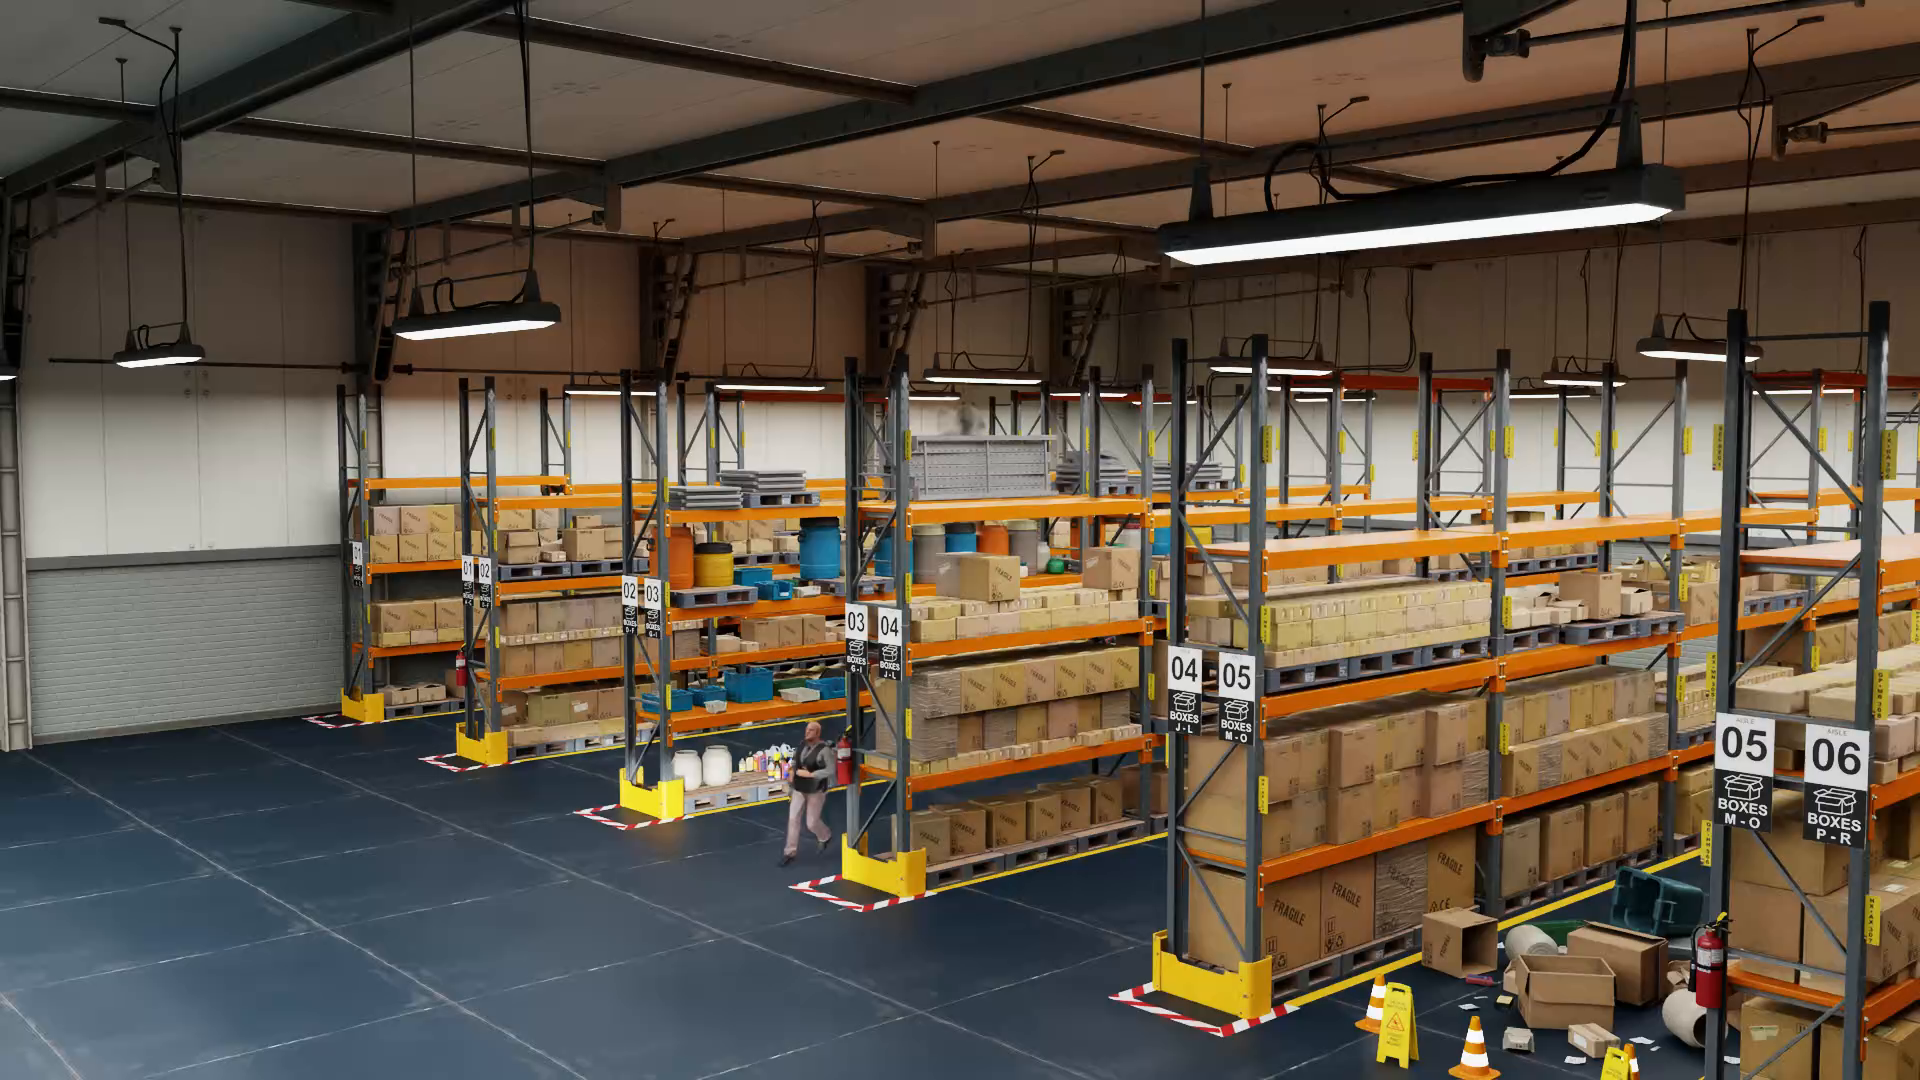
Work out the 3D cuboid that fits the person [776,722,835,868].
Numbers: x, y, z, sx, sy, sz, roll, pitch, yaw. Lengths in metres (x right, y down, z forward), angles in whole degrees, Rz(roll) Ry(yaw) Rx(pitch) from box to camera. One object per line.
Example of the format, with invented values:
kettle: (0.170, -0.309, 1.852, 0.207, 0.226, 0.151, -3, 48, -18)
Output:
person: (-1.749, 3.021, 19.892, 0.681, 1.725, 0.896, 3, 5, 35)
